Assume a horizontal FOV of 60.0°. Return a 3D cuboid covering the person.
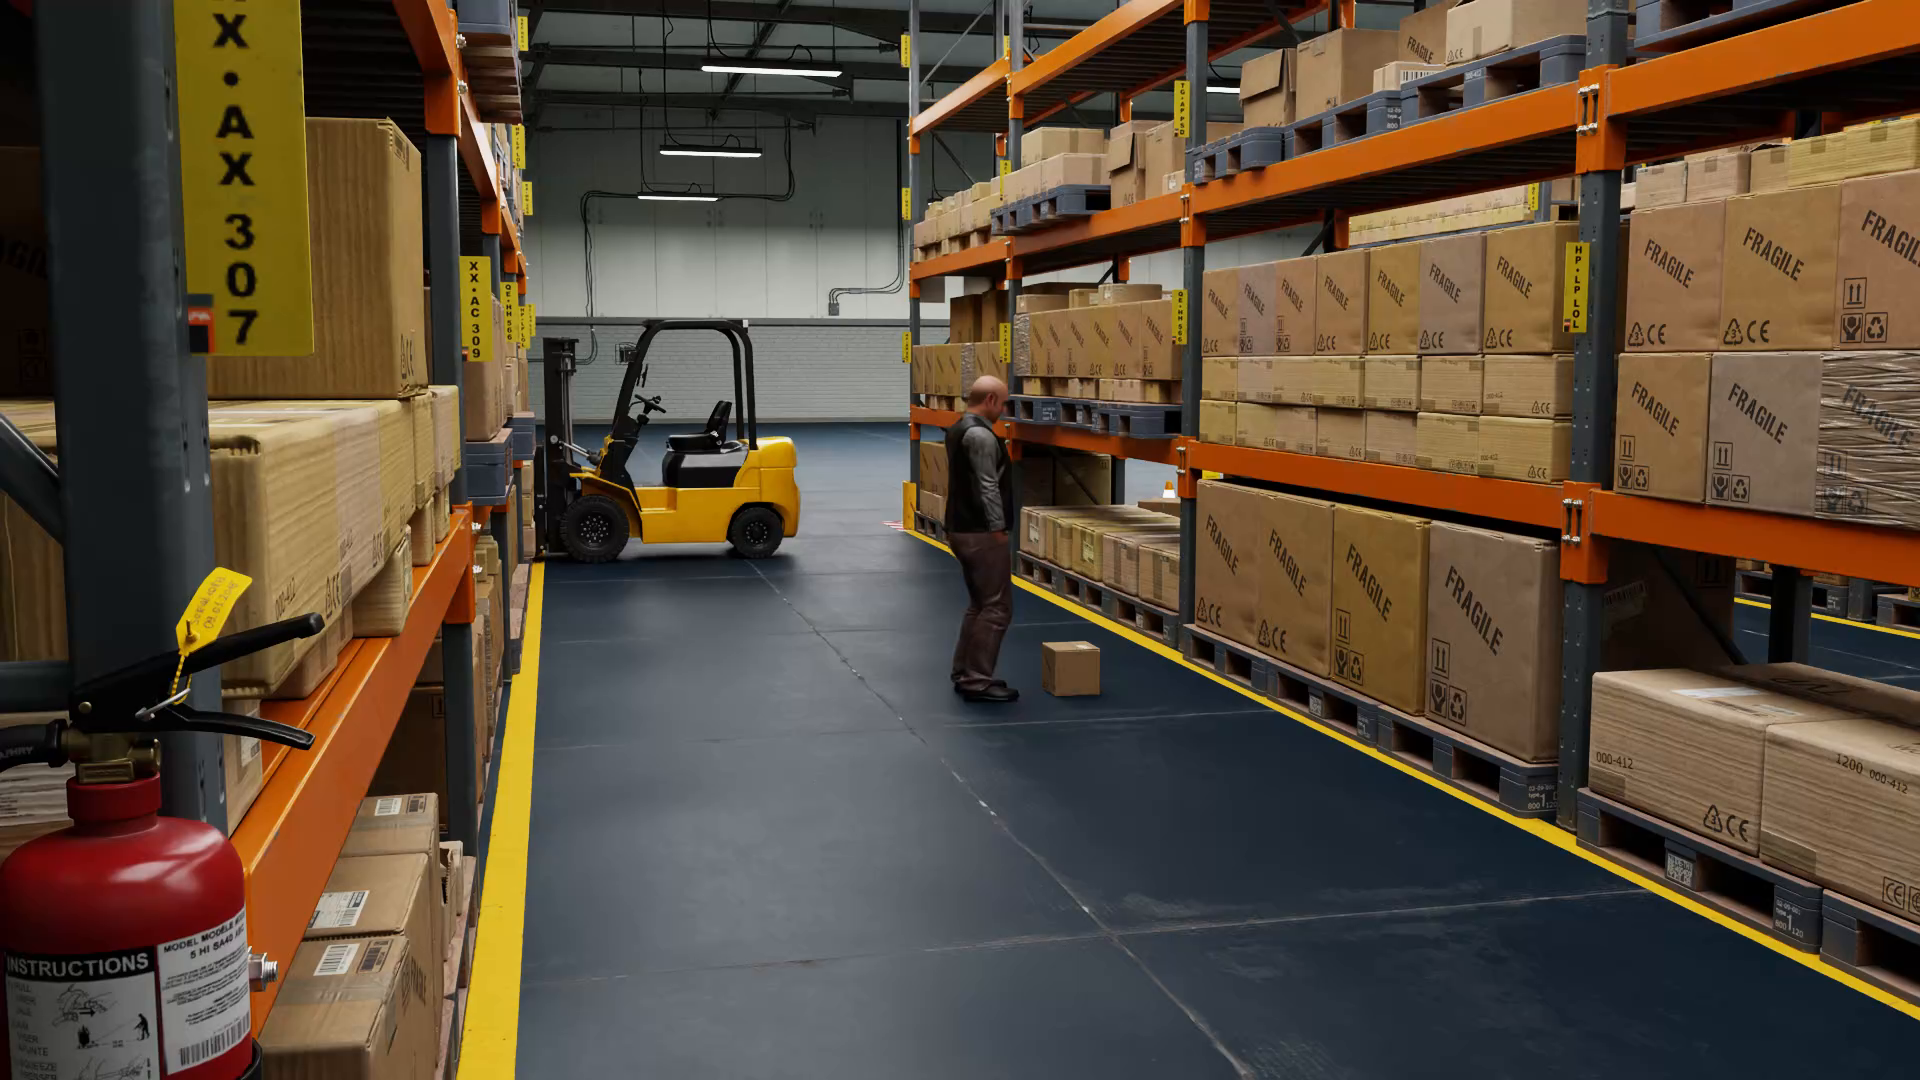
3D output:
[{"bbox_3d":[0.105,-0.010,8.816,0.359,1.695,0.540,-1,6,-13],"label":"person"}]
